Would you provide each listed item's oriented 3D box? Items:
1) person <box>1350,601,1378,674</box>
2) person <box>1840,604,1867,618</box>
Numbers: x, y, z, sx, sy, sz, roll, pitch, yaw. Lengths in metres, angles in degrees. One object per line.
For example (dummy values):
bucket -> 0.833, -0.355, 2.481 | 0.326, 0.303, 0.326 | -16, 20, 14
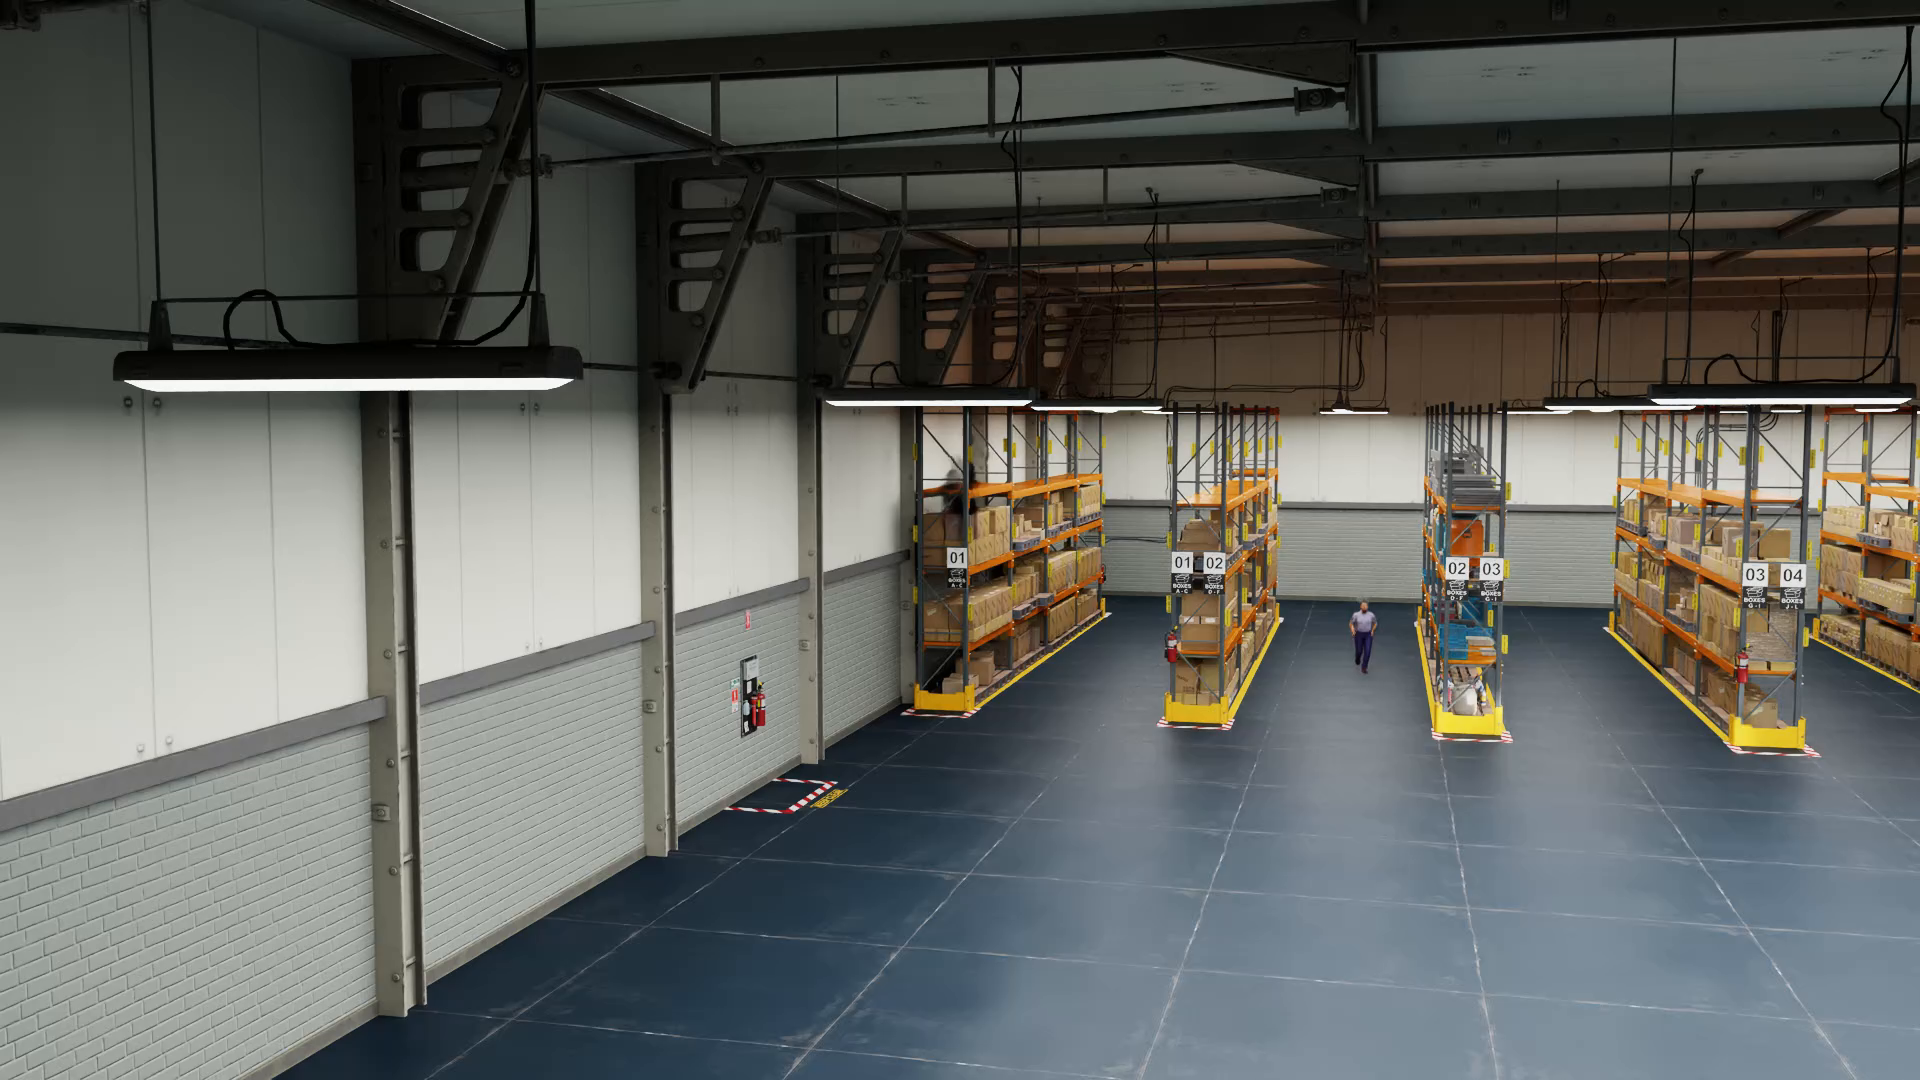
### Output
person -> 9.076, 2.173, 37.392 | 0.613, 1.608, 0.586 | 1, 4, 8
person -> 23.606, 1.612, 43.947 | 1.017, 1.775, 0.723 | 1, 4, 11
